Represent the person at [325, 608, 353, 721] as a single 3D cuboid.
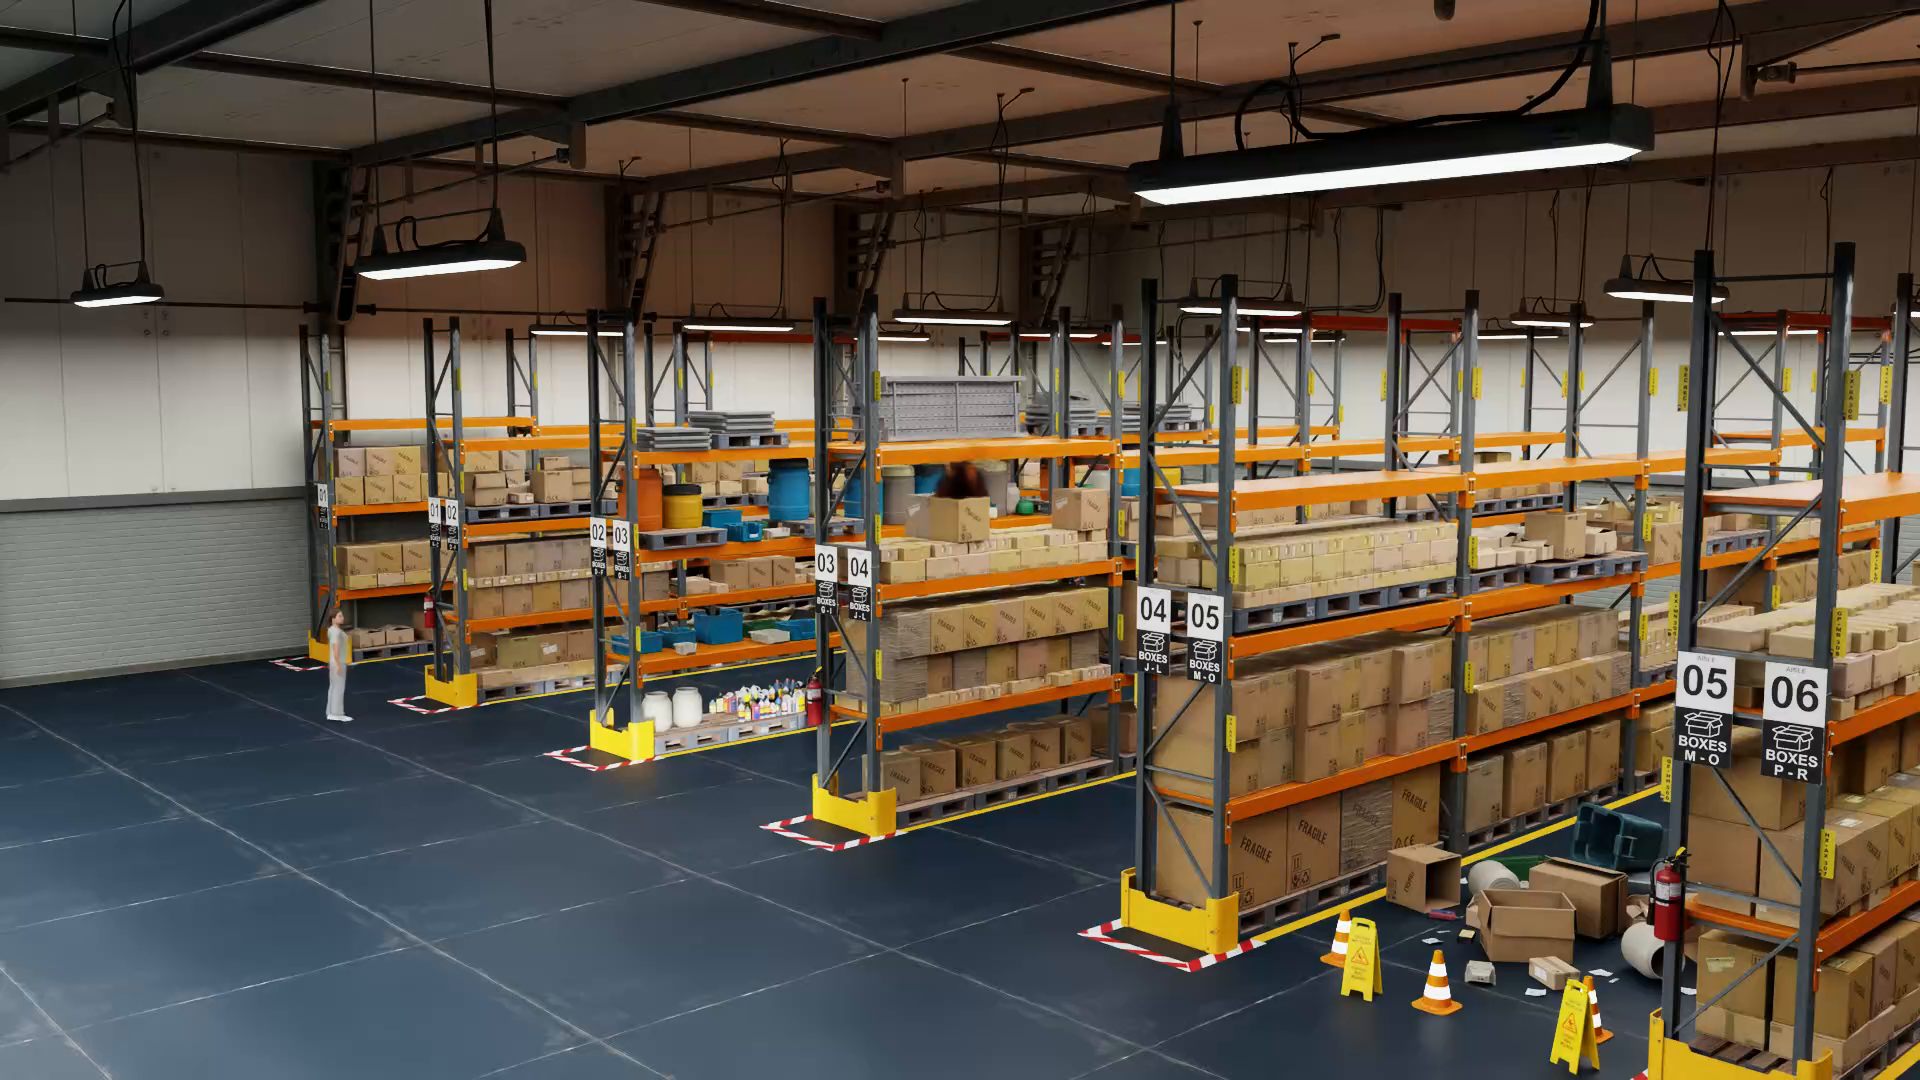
[{"bbox_3d":[-9.239,1.851,24.686,0.378,1.697,0.497,-3,6,-27],"label":"person"}]
